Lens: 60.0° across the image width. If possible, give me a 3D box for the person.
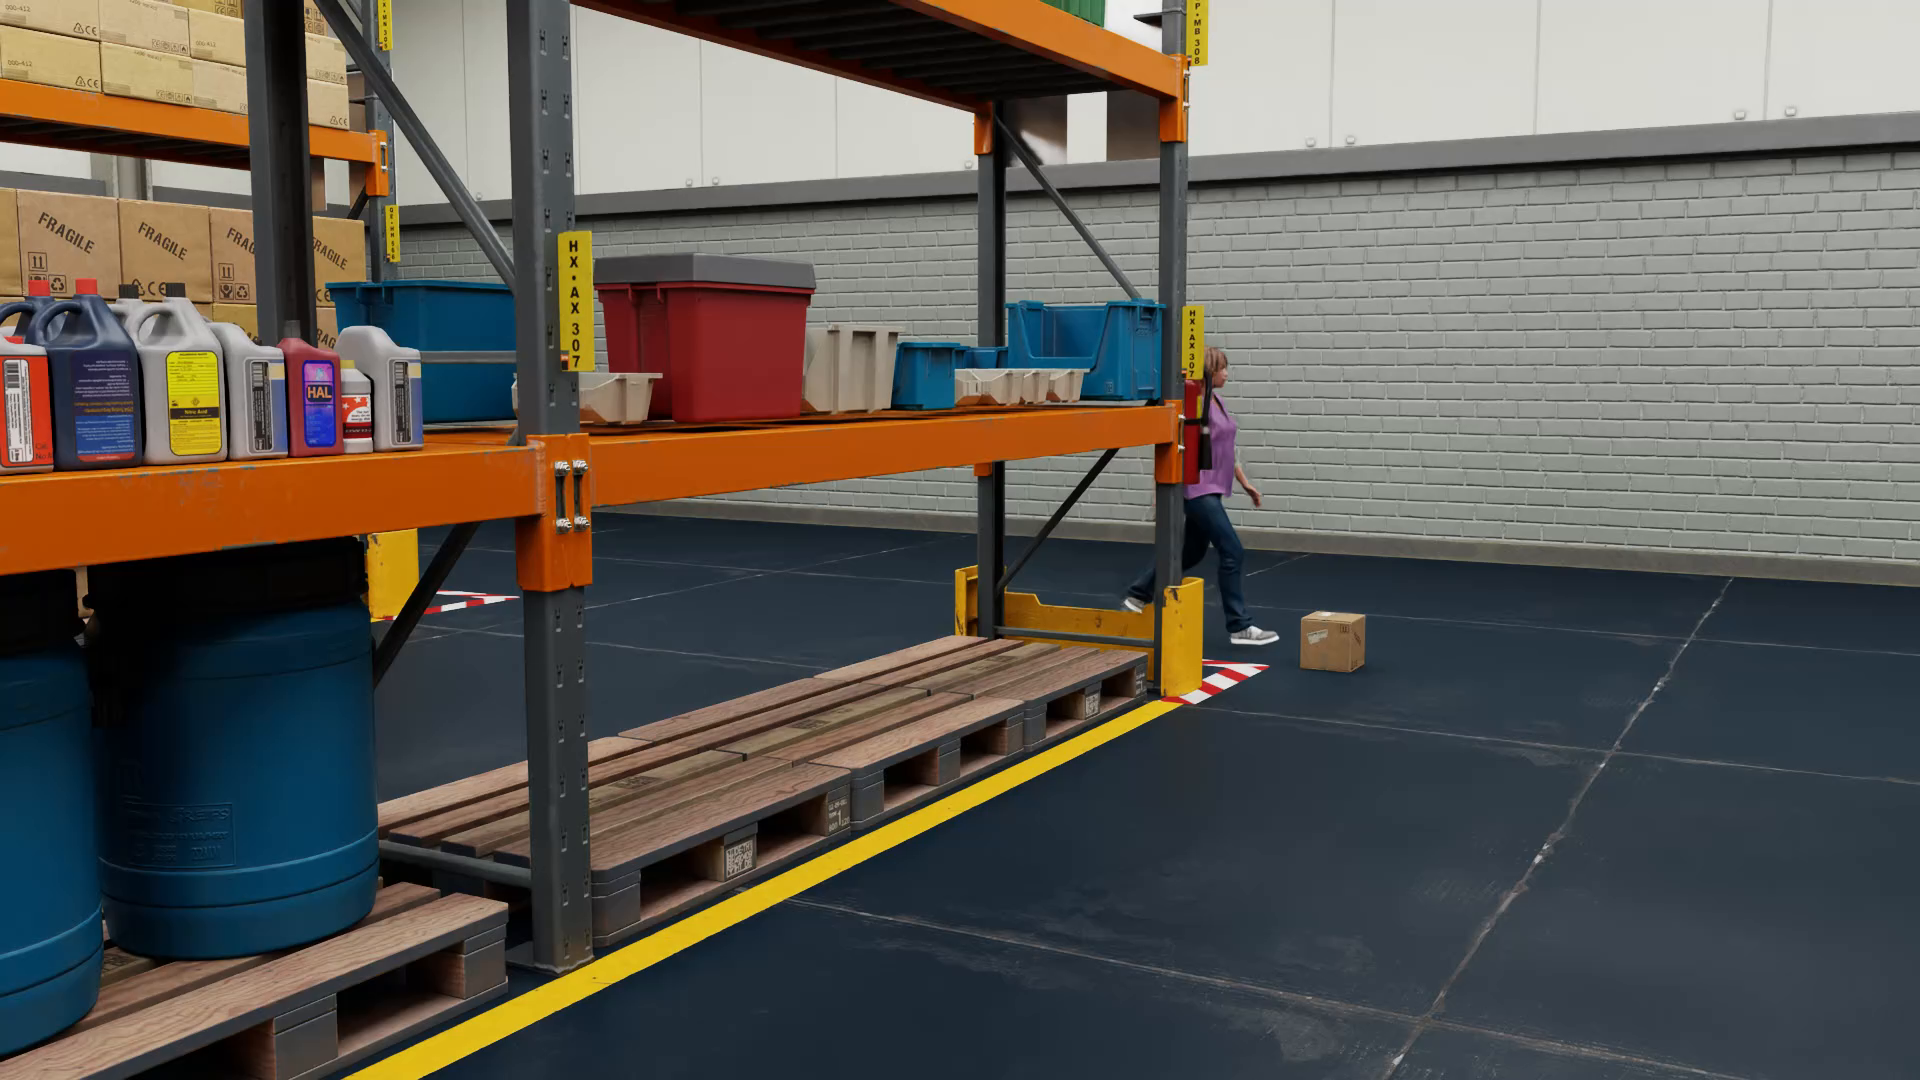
[{"bbox_3d":[1.271,-0.248,8.772,0.921,1.550,0.489,3,7,27],"label":"person"}]
